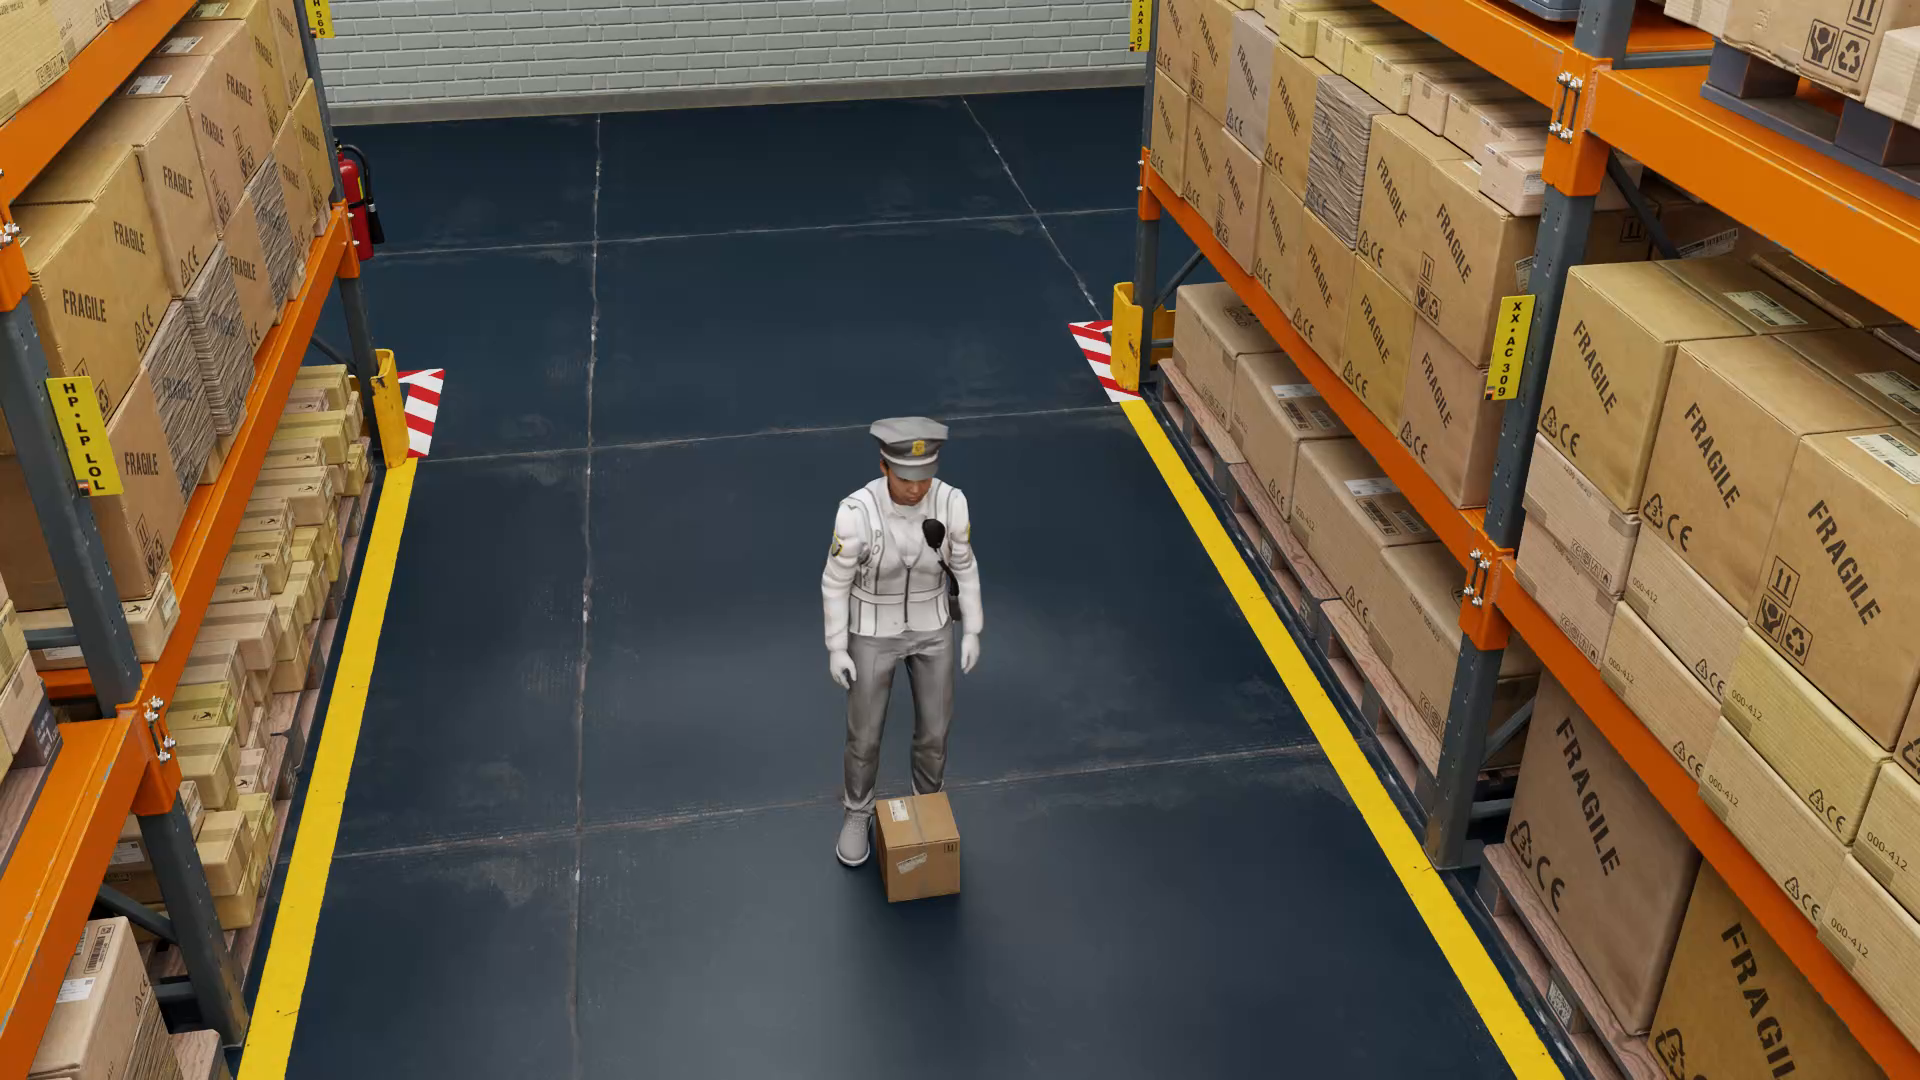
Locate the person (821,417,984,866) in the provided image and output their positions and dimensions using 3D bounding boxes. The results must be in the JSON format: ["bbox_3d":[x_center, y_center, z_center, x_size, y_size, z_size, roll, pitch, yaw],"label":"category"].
[{"bbox_3d":[-0.189,0.330,5.574,0.545,1.666,0.370,-7,32,-11],"label":"person"}]
